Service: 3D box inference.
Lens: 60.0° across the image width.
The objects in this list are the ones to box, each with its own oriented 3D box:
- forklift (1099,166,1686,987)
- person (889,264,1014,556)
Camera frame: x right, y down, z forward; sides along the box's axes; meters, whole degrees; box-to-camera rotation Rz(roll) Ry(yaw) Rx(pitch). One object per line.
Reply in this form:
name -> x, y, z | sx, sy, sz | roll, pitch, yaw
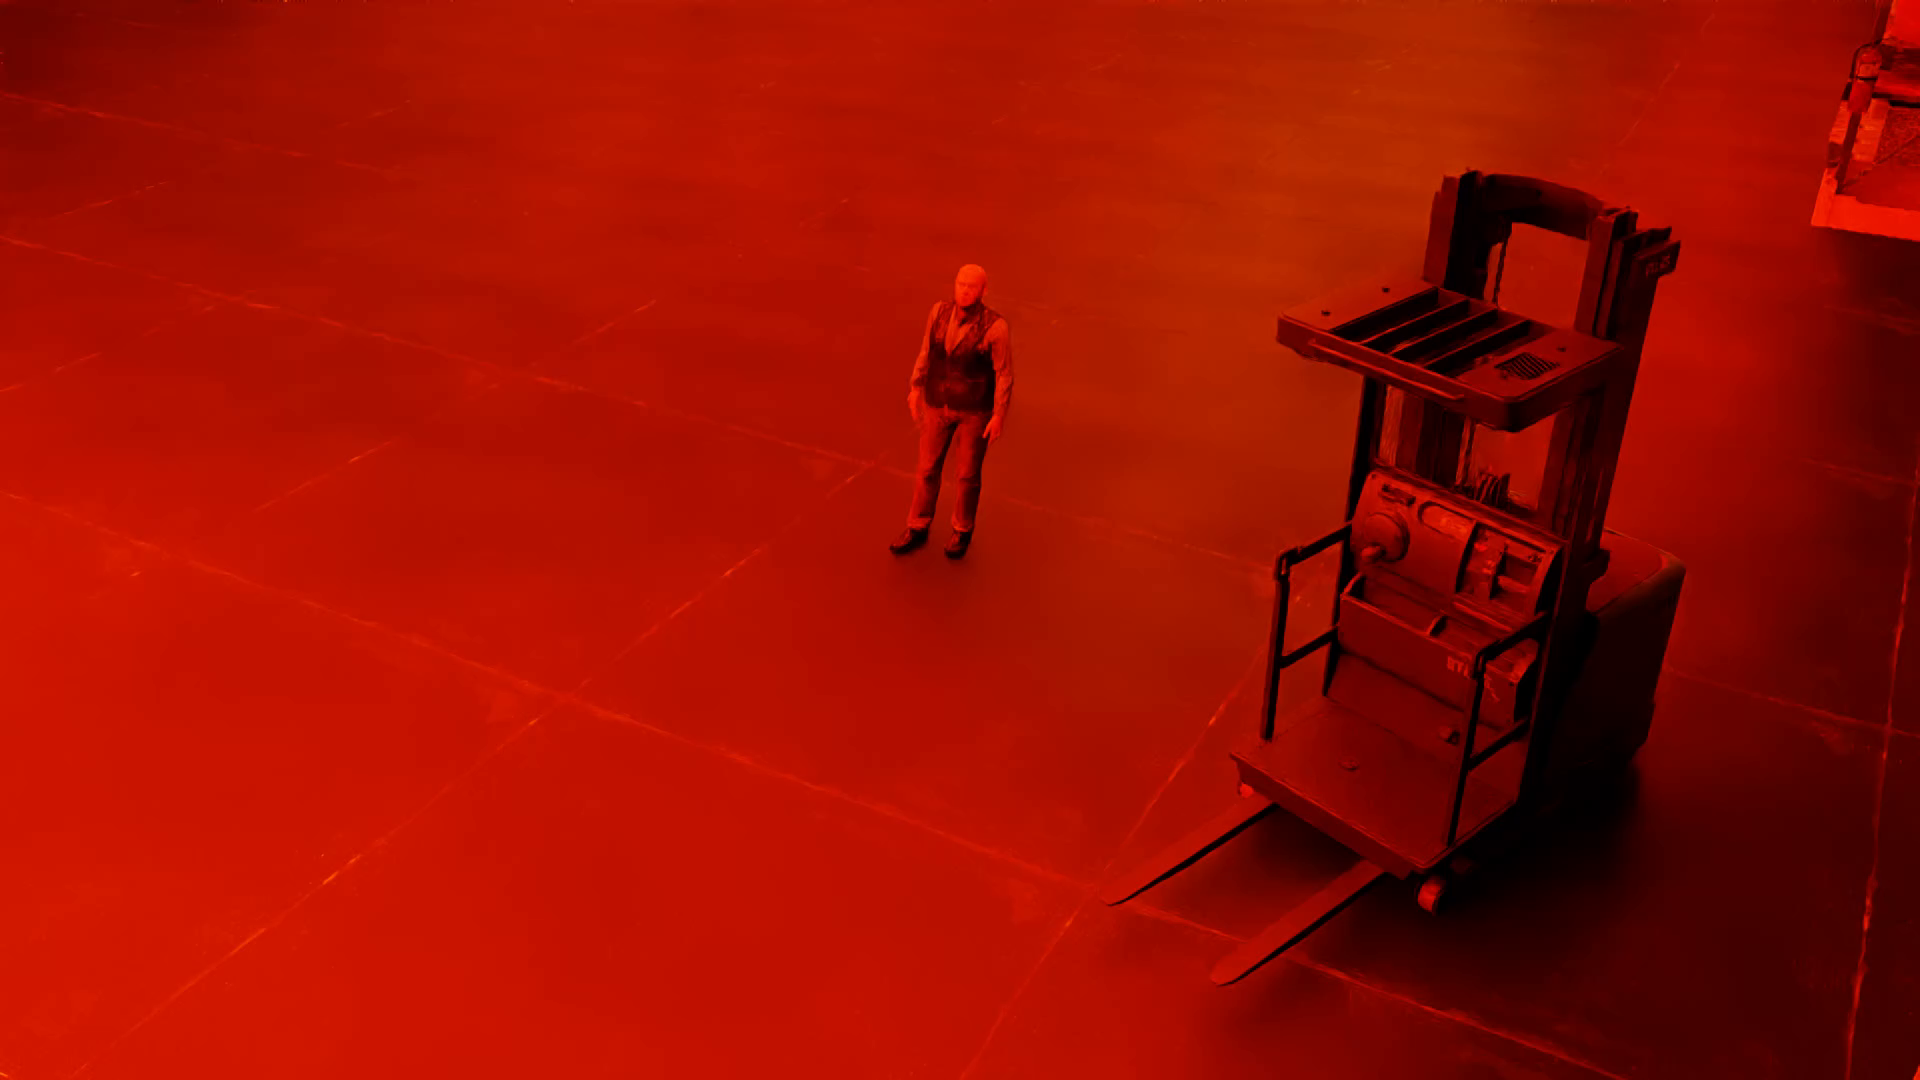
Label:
forklift -> 1.941, 0.051, 6.982 | 3.031, 2.935, 1.130 | -24, 37, -35
person -> -0.037, -0.726, 9.525 | 0.632, 1.720, 0.567 | 15, 33, 25
